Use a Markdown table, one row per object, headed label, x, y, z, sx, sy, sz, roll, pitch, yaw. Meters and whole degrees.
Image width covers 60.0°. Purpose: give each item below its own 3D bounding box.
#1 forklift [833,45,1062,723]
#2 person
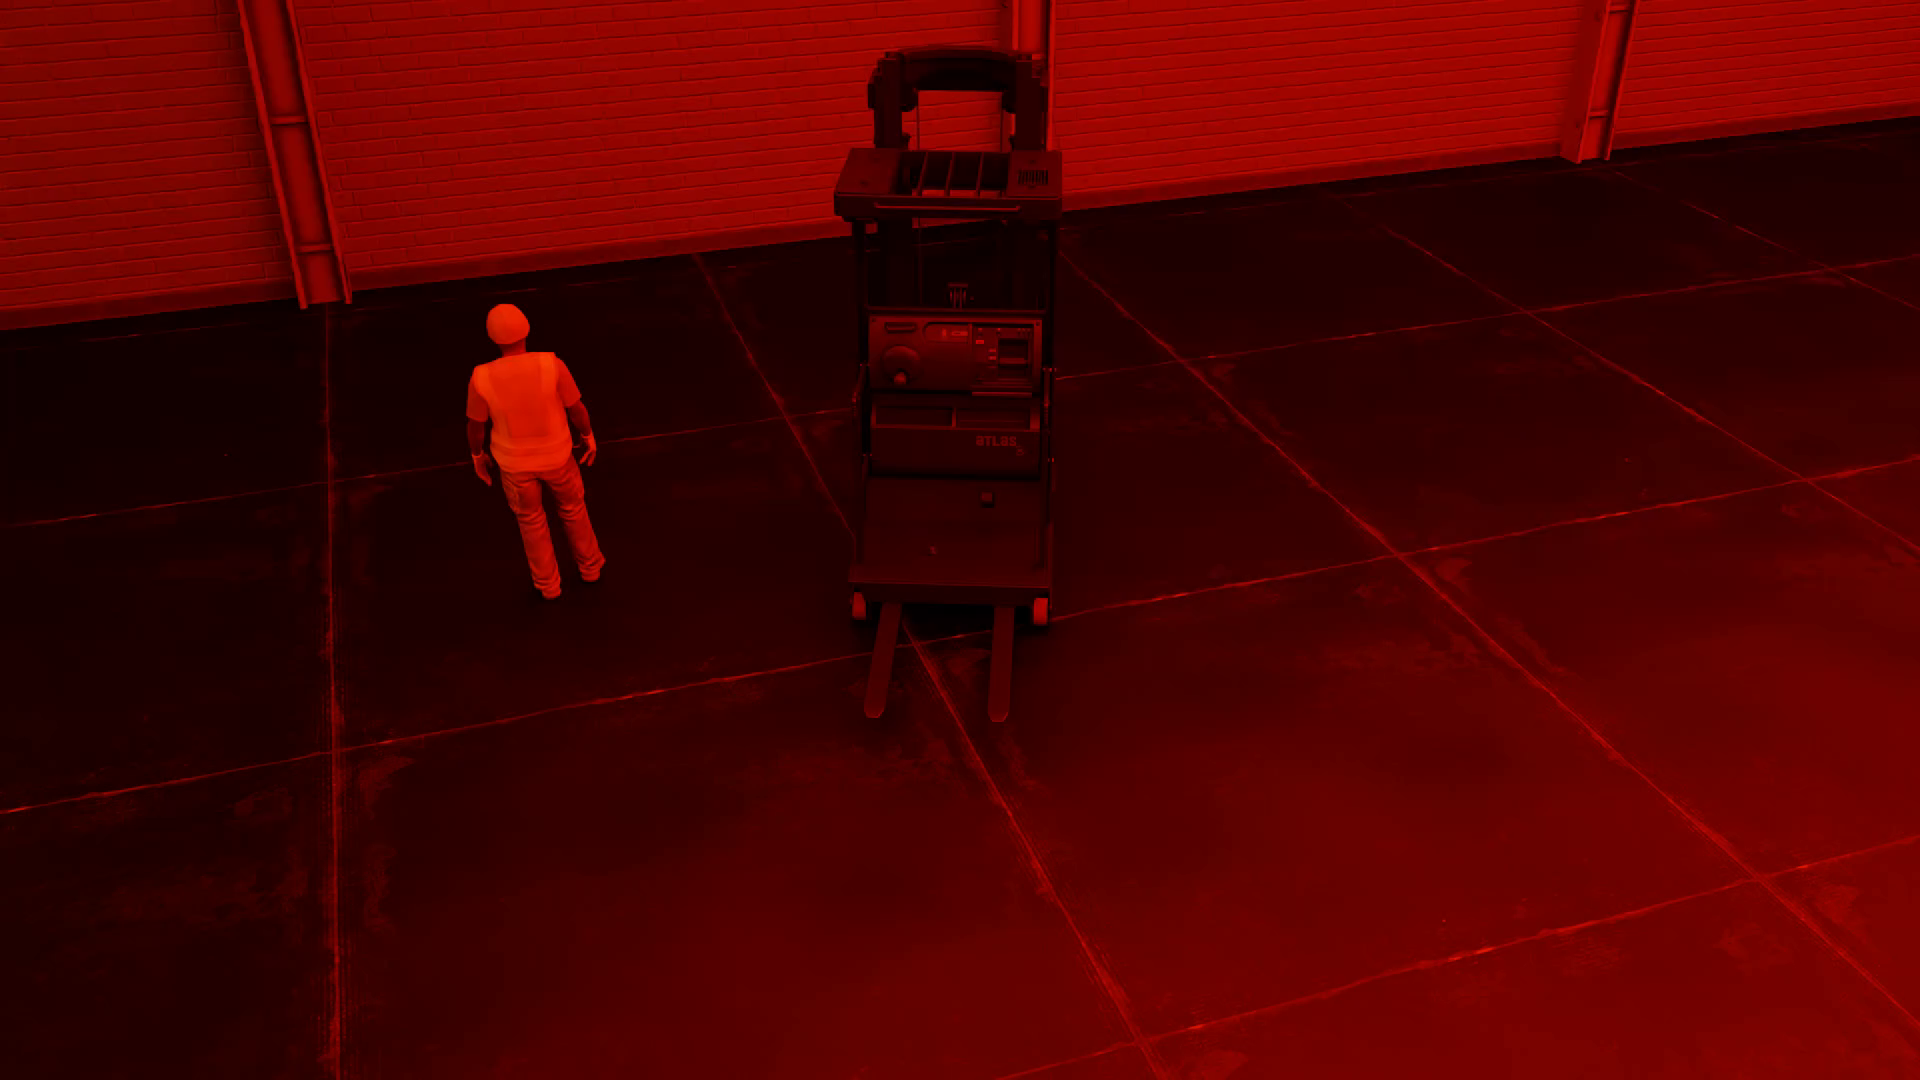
| label | x | y | z | sx | sy | sz | roll | pitch | yaw |
| --- | --- | --- | --- | --- | --- | --- | --- | --- | --- |
| forklift | -0.036 | -0.959 | 8.755 | 1.130 | 2.935 | 3.031 | 2 | 30 | 3 |
| person | -2.332 | -0.505 | 9.104 | 0.661 | 1.784 | 0.578 | -8 | 31 | -13 |
